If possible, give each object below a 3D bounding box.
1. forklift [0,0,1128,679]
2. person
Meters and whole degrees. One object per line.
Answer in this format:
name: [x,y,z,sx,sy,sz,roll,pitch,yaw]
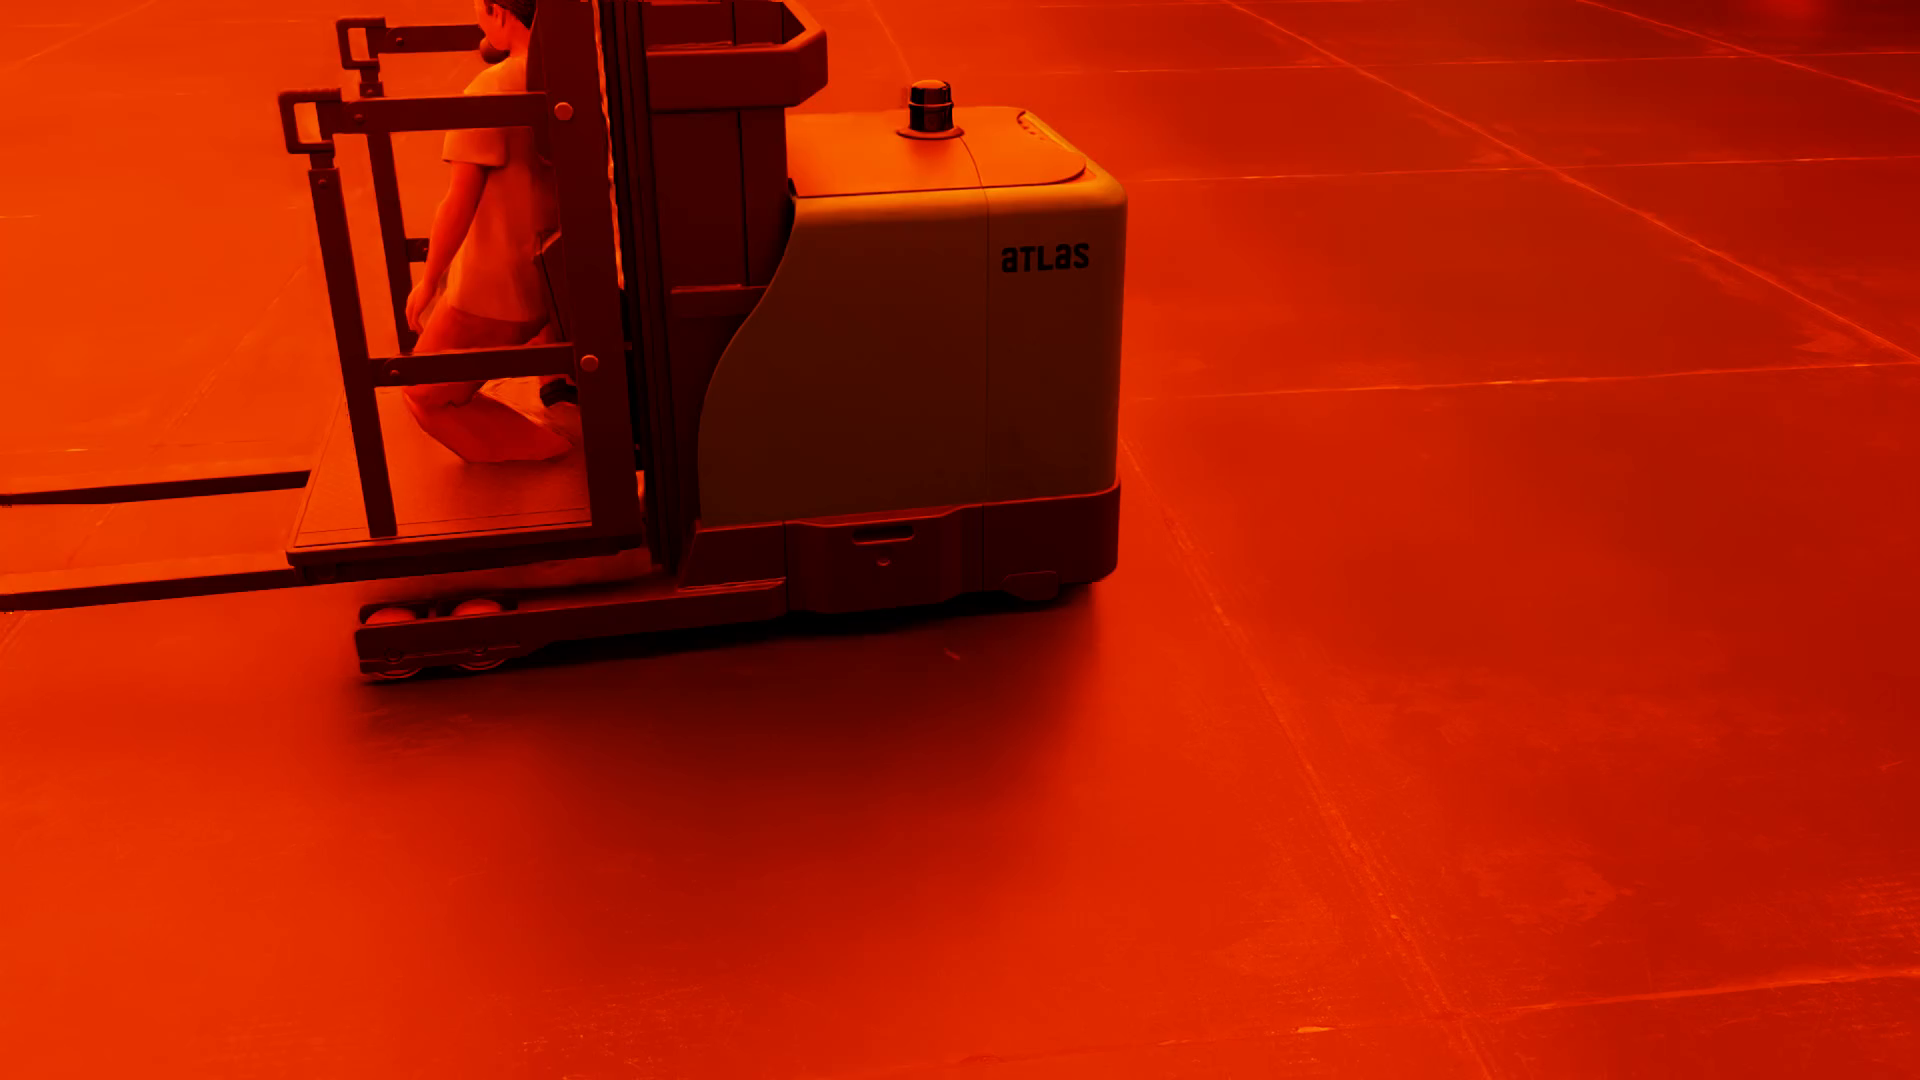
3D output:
forklift: [-1.164,-1.243,3.809,3.031,2.935,1.130,-5,26,-11]
person: [-1.126,-0.720,4.125,0.713,1.498,0.728,16,30,30]
